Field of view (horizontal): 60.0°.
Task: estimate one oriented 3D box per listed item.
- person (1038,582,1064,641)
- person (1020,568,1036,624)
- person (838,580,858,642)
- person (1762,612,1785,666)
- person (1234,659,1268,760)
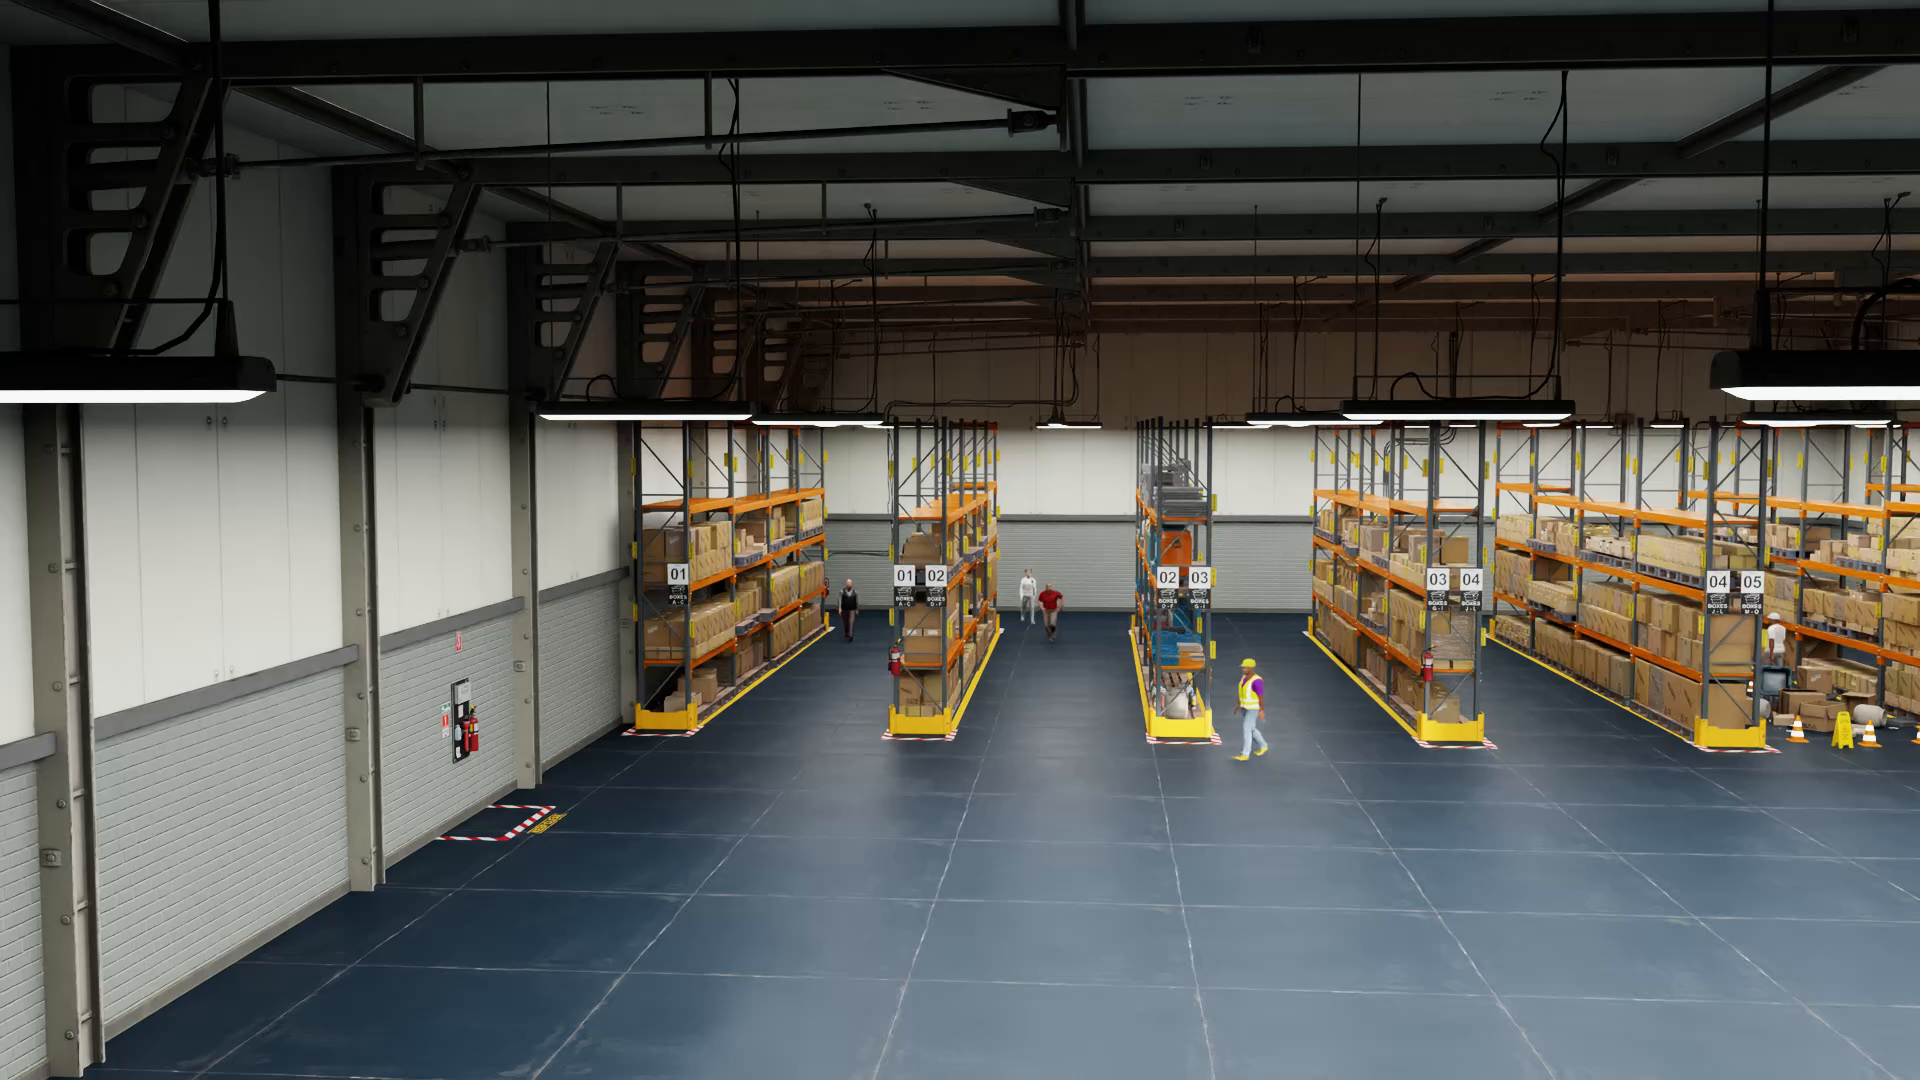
[{"bbox_3d":[2.474,1.959,45.190,0.702,1.639,0.718,1,4,13],"label":"person"},{"bbox_3d":[2.034,1.652,49.487,0.516,1.633,1.001,0,4,-8],"label":"person"},{"bbox_3d":[-3.066,1.918,45.457,0.549,1.666,1.084,0,4,1],"label":"person"},{"bbox_3d":[17.838,2.493,36.327,0.539,1.804,0.604,0,4,-7],"label":"person"},{"bbox_3d":[5.093,2.947,29.090,0.823,1.754,0.563,-1,4,-20],"label":"person"}]
